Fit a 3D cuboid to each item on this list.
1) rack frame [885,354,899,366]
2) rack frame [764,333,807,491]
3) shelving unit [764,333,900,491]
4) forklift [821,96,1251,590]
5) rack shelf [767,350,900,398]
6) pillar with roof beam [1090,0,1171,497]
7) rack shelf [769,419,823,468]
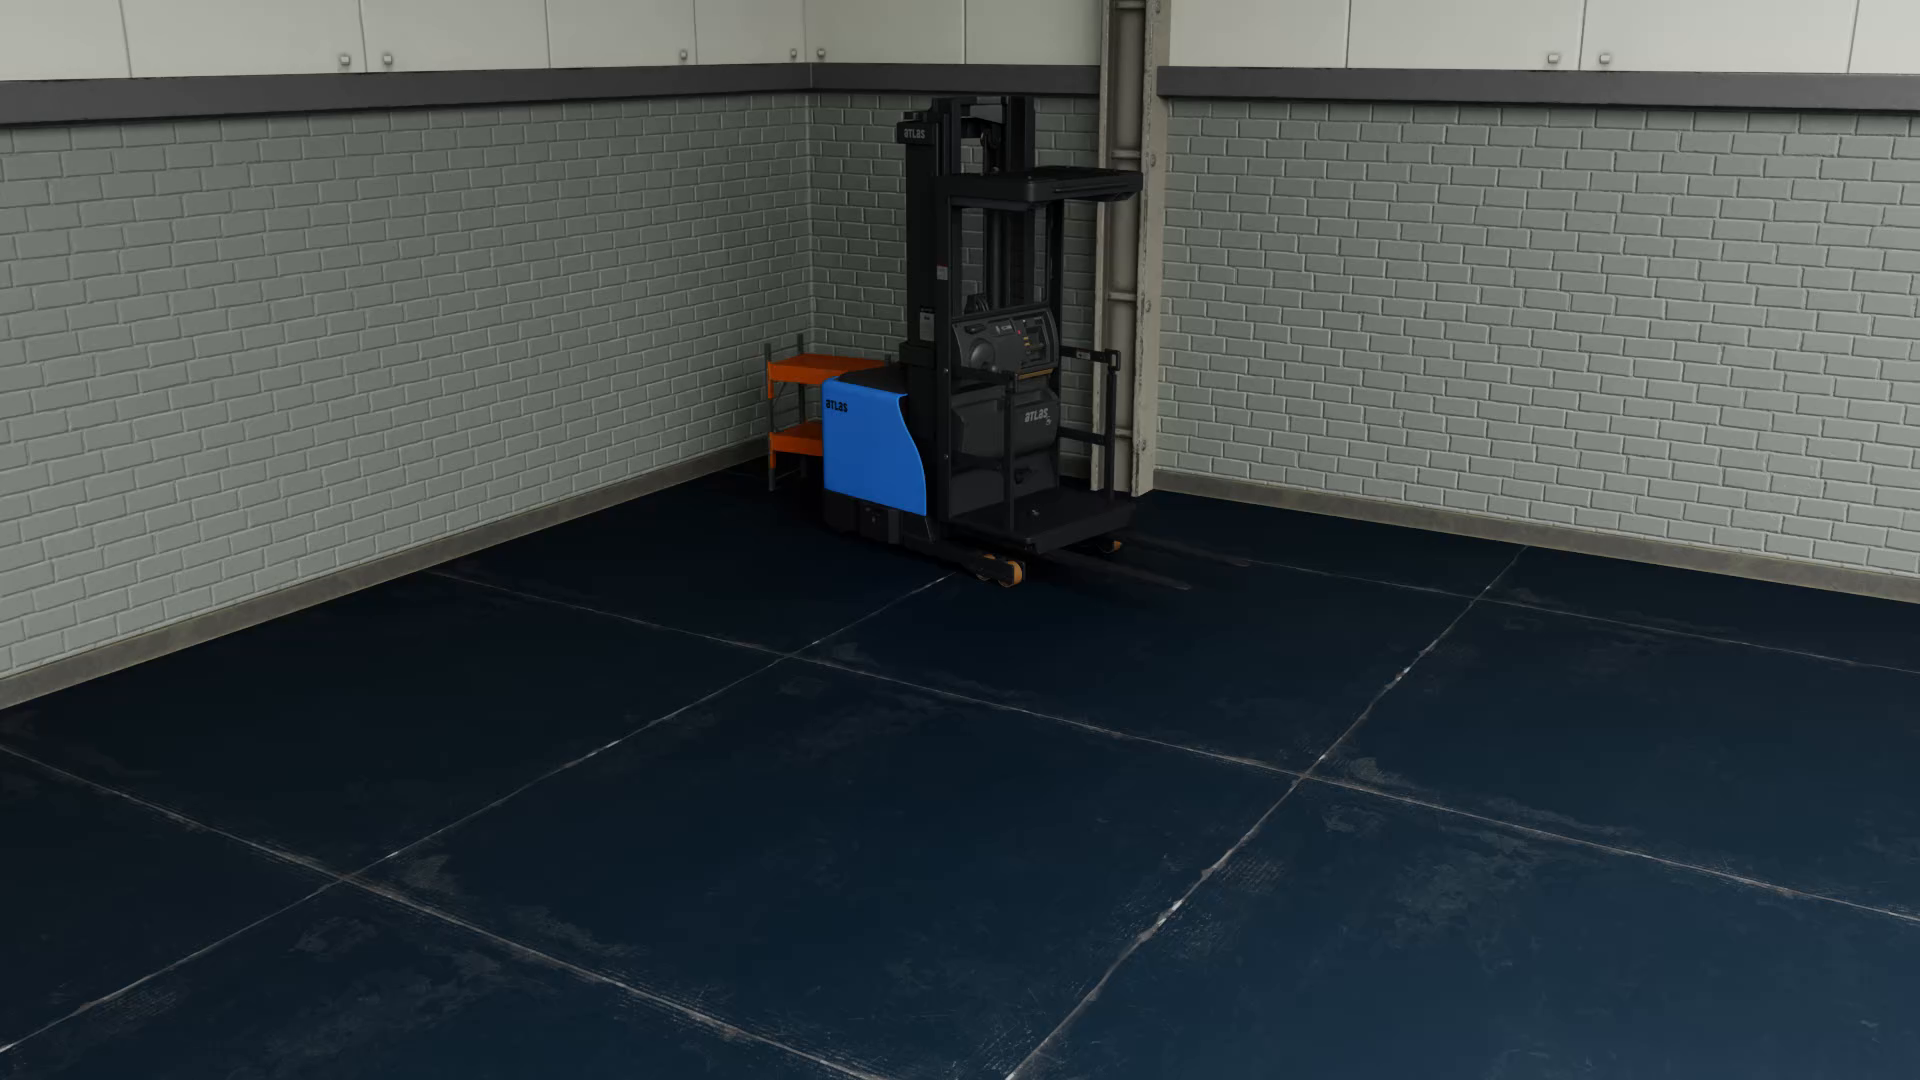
[{"bbox_3d":[-0.413,-0.845,12.228,0.032,1.125,0.500,8,19,25],"label":"rack frame"},{"bbox_3d":[-1.323,-0.977,12.661,0.032,1.125,0.500,8,19,25],"label":"rack frame"},{"bbox_3d":[-0.868,-0.911,12.445,1.048,1.125,0.538,8,19,25],"label":"shelving unit"},{"bbox_3d":[0.451,-1.277,10.542,3.031,2.935,1.130,16,23,41],"label":"forklift"},{"bbox_3d":[-0.868,-1.191,12.360,1.000,0.278,0.538,8,19,25],"label":"rack shelf"},{"bbox_3d":[-1.017,-3.630,7.849,0.400,9.000,9.100,10,20,30],"label":"pillar with roof beam"},{"bbox_3d":[-0.868,-0.677,12.516,1.000,0.278,0.538,8,19,25],"label":"rack shelf"}]
